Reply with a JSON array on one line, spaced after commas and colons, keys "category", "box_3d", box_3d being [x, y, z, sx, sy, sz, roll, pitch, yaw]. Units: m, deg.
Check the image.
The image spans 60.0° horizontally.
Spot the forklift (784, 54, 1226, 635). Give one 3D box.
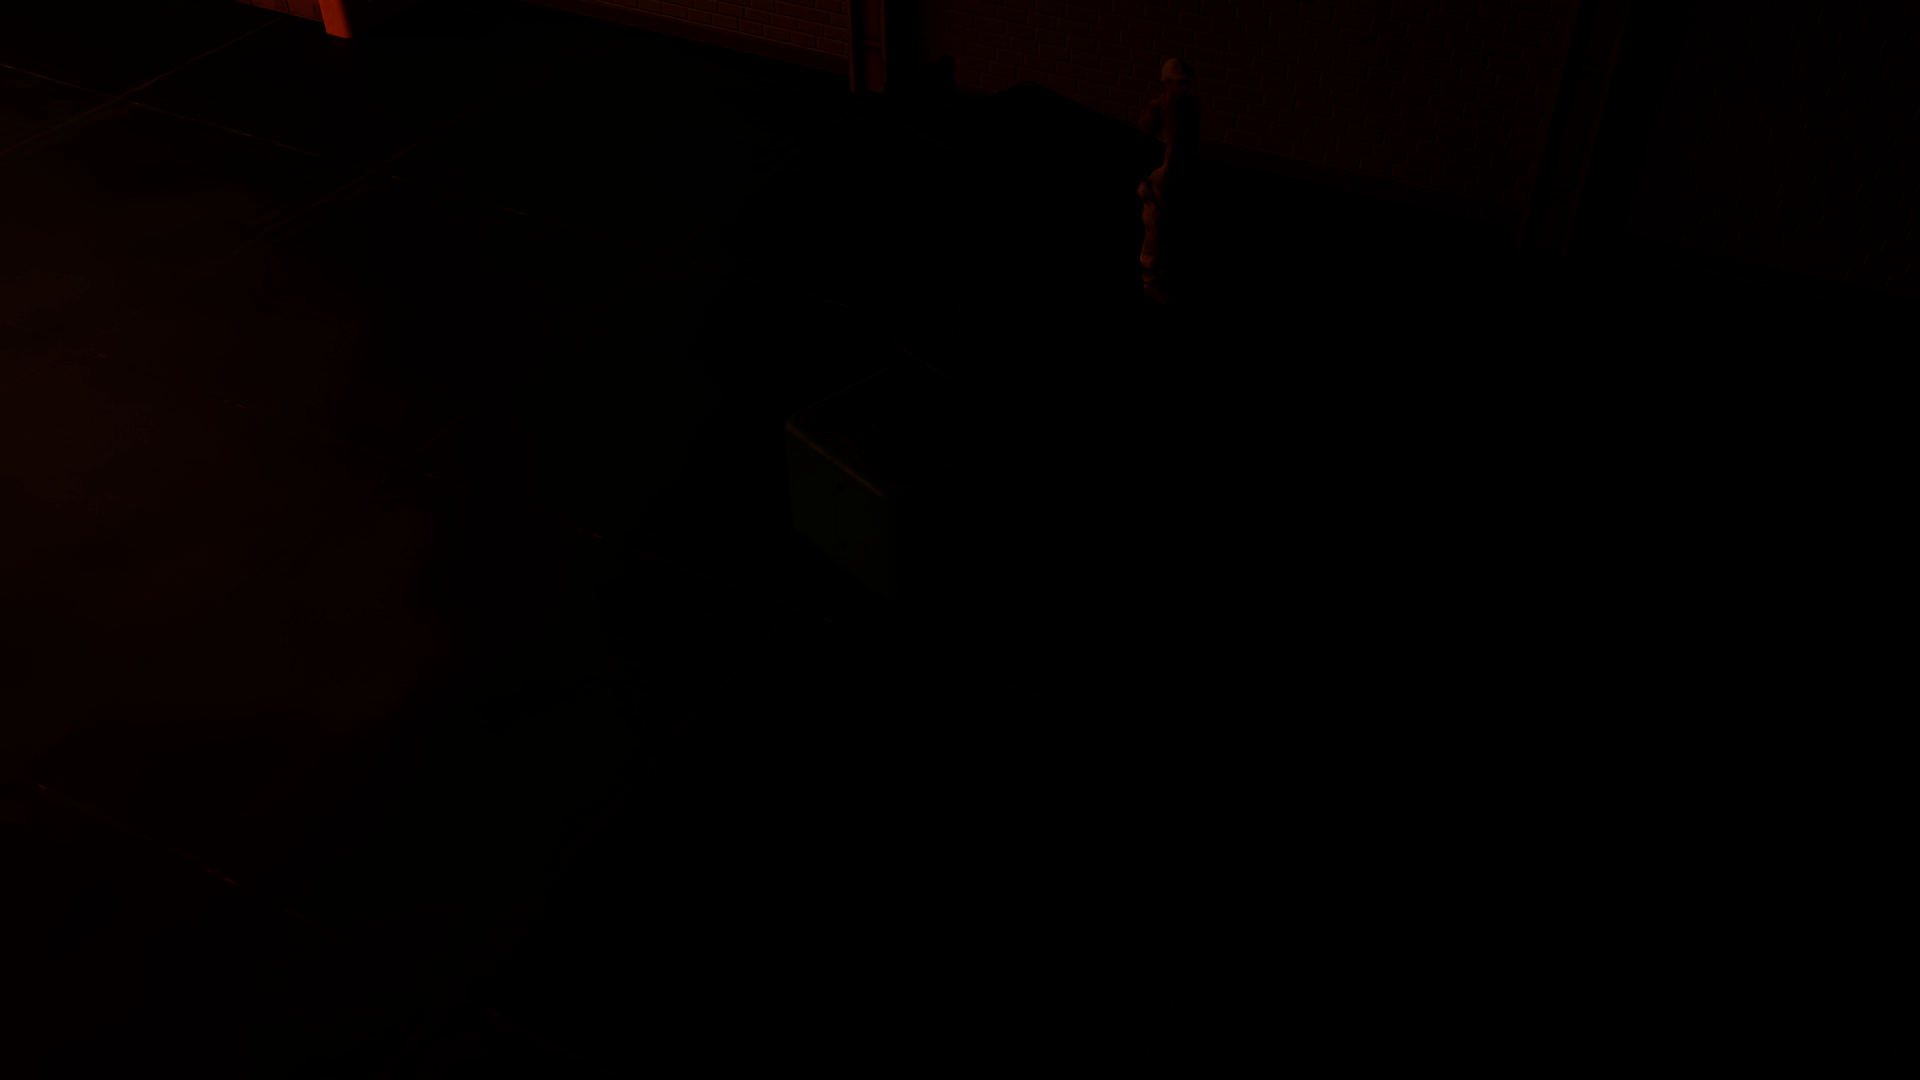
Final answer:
[{"category": "forklift", "box_3d": [0.416, -1.396, 9.643, 3.031, 2.935, 1.130, -30, 49, -31]}]

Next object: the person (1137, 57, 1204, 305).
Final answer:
[{"category": "person", "box_3d": [1.546, -2.569, 11.928, 0.537, 1.794, 0.459, -24, 46, -26]}]
